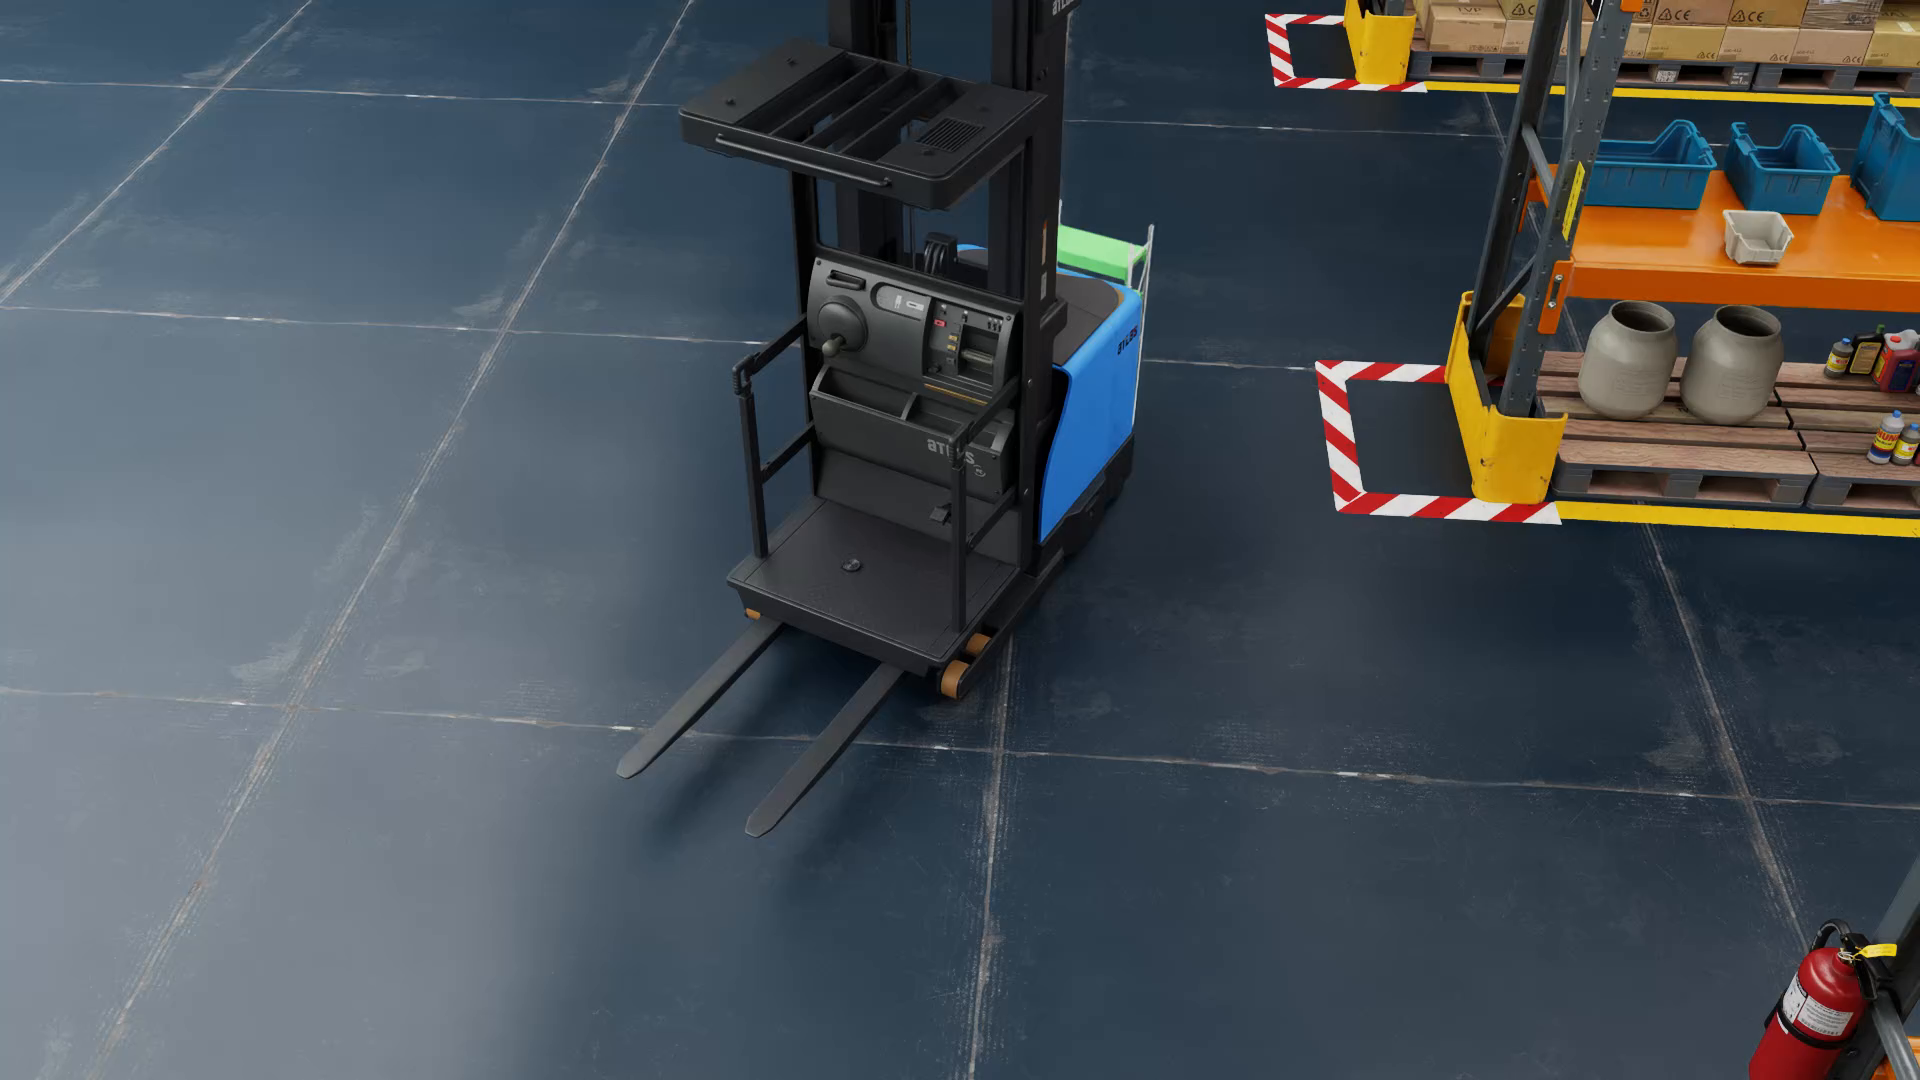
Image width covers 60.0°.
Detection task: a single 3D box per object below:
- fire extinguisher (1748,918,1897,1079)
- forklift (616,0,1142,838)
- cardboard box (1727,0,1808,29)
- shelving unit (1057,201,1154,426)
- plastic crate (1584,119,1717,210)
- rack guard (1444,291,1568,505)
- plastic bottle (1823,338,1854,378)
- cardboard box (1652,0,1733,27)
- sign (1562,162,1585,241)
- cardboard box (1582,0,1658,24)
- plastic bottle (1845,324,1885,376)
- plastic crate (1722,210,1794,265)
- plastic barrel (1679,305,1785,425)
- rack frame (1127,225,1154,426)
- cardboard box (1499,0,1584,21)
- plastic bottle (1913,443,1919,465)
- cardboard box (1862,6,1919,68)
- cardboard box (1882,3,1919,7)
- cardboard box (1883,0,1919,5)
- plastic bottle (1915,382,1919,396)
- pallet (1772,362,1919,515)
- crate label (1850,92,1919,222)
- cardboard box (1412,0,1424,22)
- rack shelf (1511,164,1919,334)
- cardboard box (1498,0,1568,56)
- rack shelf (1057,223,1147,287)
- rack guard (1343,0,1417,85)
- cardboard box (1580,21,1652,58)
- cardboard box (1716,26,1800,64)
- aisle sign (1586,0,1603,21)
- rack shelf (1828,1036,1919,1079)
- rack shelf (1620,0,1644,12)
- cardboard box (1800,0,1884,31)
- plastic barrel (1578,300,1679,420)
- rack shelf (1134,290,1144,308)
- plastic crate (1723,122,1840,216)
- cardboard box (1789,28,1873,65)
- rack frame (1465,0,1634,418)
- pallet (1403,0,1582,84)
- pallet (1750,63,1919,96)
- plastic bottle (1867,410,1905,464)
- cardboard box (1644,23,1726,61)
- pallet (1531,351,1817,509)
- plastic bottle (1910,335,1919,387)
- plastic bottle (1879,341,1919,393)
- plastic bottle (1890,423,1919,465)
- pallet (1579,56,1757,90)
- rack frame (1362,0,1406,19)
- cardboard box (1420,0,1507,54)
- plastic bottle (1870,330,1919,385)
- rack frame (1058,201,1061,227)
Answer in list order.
[{"bbox_3d":[2.168,1.165,4.174,0.183,0.674,0.296,3,39,4],"label":"fire extinguisher"},{"bbox_3d":[-0.308,-0.789,6.568,1.130,2.935,3.031,19,43,22],"label":"forklift"},{"bbox_3d":[5.609,-3.916,11.607,0.500,0.500,0.500,3,39,4],"label":"cardboard box"},{"bbox_3d":[0.622,-1.017,8.211,0.503,1.200,0.258,19,40,22],"label":"shelving unit"},{"bbox_3d":[3.194,-1.787,7.858,0.616,0.251,0.499,3,39,4],"label":"plastic crate"},{"bbox_3d":[2.749,-0.740,8.434,0.348,0.500,1.175,3,39,4],"label":"rack guard"},{"bbox_3d":[4.537,-0.945,8.574,0.097,0.201,0.097,0,39,0],"label":"plastic bottle"},{"bbox_3d":[5.110,-3.934,11.629,0.500,0.500,0.500,3,39,4],"label":"cardboard box"},{"bbox_3d":[2.617,-1.446,7.101,0.005,0.325,0.100,3,39,4],"label":"sign"},{"bbox_3d":[4.613,-3.972,11.676,0.500,0.500,0.500,3,39,4],"label":"cardboard box"},{"bbox_3d":[4.655,-0.982,8.554,0.133,0.283,0.061,4,39,5],"label":"plastic bottle"},{"bbox_3d":[3.533,-1.331,7.388,0.250,0.136,0.298,3,39,4],"label":"plastic crate"},{"bbox_3d":[3.831,-0.867,8.248,0.421,0.512,0.421,0,39,0],"label":"plastic barrel"},{"bbox_3d":[0.836,-0.942,8.118,0.015,1.200,0.240,19,40,22],"label":"rack frame"},{"bbox_3d":[4.114,-3.991,11.699,0.500,0.500,0.500,3,39,4],"label":"cardboard box"},{"bbox_3d":[4.673,-0.483,7.941,0.133,0.283,0.061,4,39,5],"label":"plastic bottle"},{"bbox_3d":[6.605,-3.566,11.770,0.500,0.250,0.500,3,39,4],"label":"cardboard box"},{"bbox_3d":[6.650,-3.894,12.173,0.500,0.250,0.500,3,39,4],"label":"cardboard box"},{"bbox_3d":[6.650,-4.191,11.944,0.500,0.500,0.500,3,39,4],"label":"cardboard box"},{"bbox_3d":[4.932,-0.827,8.429,0.097,0.201,0.097,0,39,0],"label":"plastic bottle"},{"bbox_3d":[4.770,-0.512,8.383,1.213,0.211,1.003,3,39,4],"label":"pallet"},{"bbox_3d":[4.526,-1.768,7.688,0.616,0.435,0.502,3,39,4],"label":"crate label"},{"bbox_3d":[3.660,-4.052,12.368,0.500,0.250,0.500,3,39,4],"label":"cardboard box"},{"bbox_3d":[4.662,-1.296,7.707,4.000,0.370,1.077,3,39,4],"label":"rack shelf"},{"bbox_3d":[4.114,-3.702,11.937,0.500,0.250,0.500,3,39,4],"label":"cardboard box"},{"bbox_3d":[0.632,-1.350,7.961,0.480,0.148,0.258,19,40,22],"label":"rack shelf"},{"bbox_3d":[3.076,-3.831,12.231,0.348,0.500,1.175,3,39,4],"label":"rack guard"},{"bbox_3d":[4.612,-3.674,11.904,0.500,0.250,0.500,3,39,4],"label":"cardboard box"},{"bbox_3d":[5.608,-3.617,11.833,0.500,0.250,0.500,3,39,4],"label":"cardboard box"},{"bbox_3d":[2.572,-2.512,6.571,0.004,0.787,0.394,3,39,4],"label":"aisle sign"},{"bbox_3d":[4.234,1.819,3.880,4.000,0.370,1.077,3,39,4],"label":"rack shelf"},{"bbox_3d":[4.662,-2.459,6.760,4.000,0.370,1.077,3,39,4],"label":"rack shelf"},{"bbox_3d":[6.107,-3.891,11.576,0.500,0.500,0.500,3,39,4],"label":"cardboard box"},{"bbox_3d":[3.332,-0.894,8.281,0.421,0.512,0.421,0,39,0],"label":"plastic barrel"},{"bbox_3d":[0.626,-1.158,8.105,0.480,0.148,0.258,19,40,22],"label":"rack shelf"},{"bbox_3d":[3.840,-1.748,7.810,0.408,0.251,0.499,3,39,4],"label":"plastic crate"},{"bbox_3d":[6.107,-3.599,11.811,0.500,0.250,0.500,3,39,4],"label":"cardboard box"},{"bbox_3d":[2.669,-1.684,7.613,0.127,3.000,1.000,3,39,4],"label":"rack frame"},{"bbox_3d":[3.866,-3.702,12.302,1.213,0.211,1.003,3,39,4],"label":"pallet"},{"bbox_3d":[6.297,-3.570,12.139,1.213,0.211,1.003,3,39,4],"label":"pallet"},{"bbox_3d":[4.449,-0.502,7.974,0.097,0.271,0.097,0,39,0],"label":"plastic bottle"},{"bbox_3d":[5.110,-3.644,11.866,0.500,0.250,0.500,3,39,4],"label":"cardboard box"},{"bbox_3d":[3.558,-0.580,8.466,1.213,0.211,1.003,3,39,4],"label":"pallet"},{"bbox_3d":[4.924,-0.936,8.503,0.135,0.276,0.152,2,39,3],"label":"plastic bottle"},{"bbox_3d":[4.777,-0.879,8.427,0.133,0.283,0.061,3,39,4],"label":"plastic bottle"},{"bbox_3d":[4.552,-0.469,7.989,0.097,0.201,0.097,0,39,0],"label":"plastic bottle"},{"bbox_3d":[5.078,-3.634,12.218,1.213,0.211,1.003,3,39,4],"label":"pallet"},{"bbox_3d":[3.100,-4.799,11.440,0.127,3.000,1.000,3,39,4],"label":"rack frame"},{"bbox_3d":[3.615,-3.726,11.968,0.500,0.250,0.500,3,39,4],"label":"cardboard box"},{"bbox_3d":[4.786,-0.943,8.512,0.135,0.276,0.152,3,39,4],"label":"plastic bottle"},{"bbox_3d":[0.409,-1.092,8.303,0.015,1.200,0.240,19,40,22],"label":"rack frame"}]
